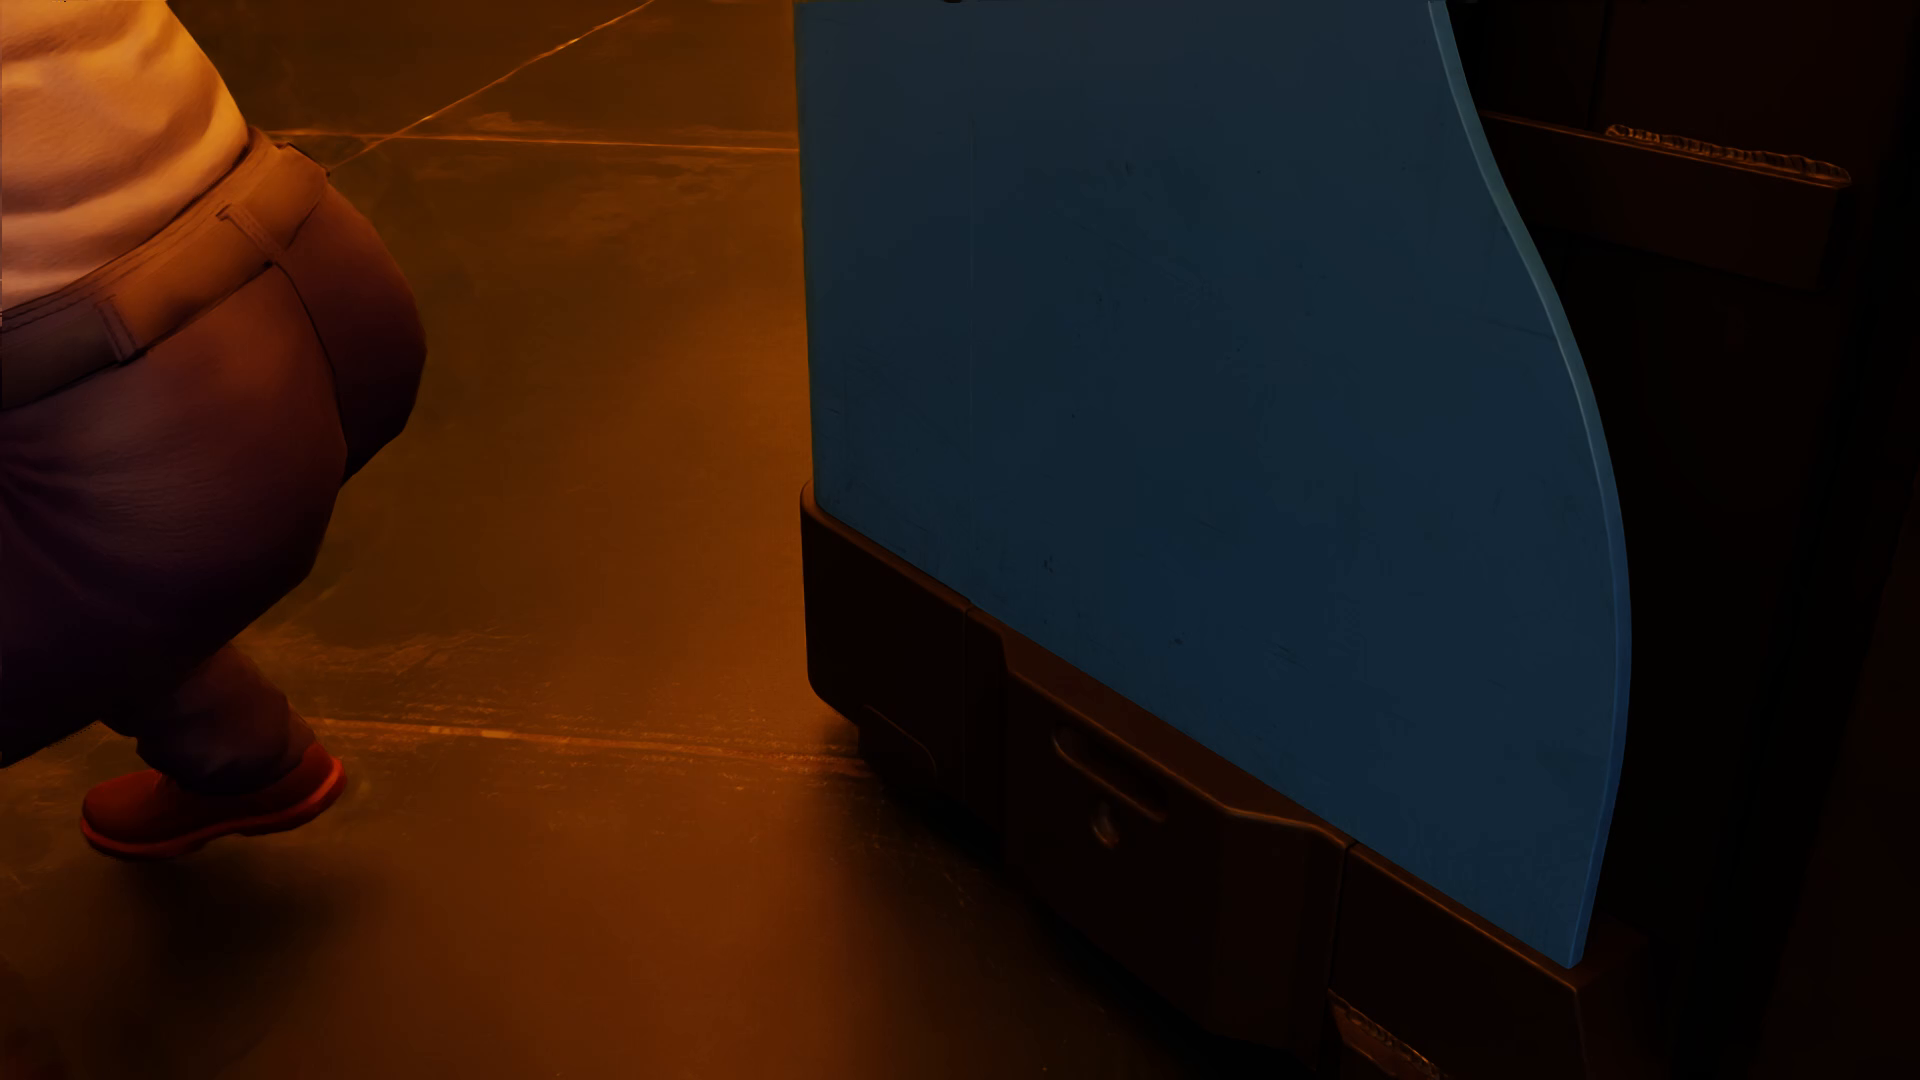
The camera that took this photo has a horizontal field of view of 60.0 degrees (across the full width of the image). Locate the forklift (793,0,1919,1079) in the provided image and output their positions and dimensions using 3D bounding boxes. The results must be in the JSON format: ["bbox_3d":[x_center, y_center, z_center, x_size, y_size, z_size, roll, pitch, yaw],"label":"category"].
[{"bbox_3d":[1.116,-0.705,0.630,1.130,2.935,3.031,-19,32,-33],"label":"forklift"}]

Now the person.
[{"bbox_3d":[-0.840,-0.088,1.183,0.802,1.432,0.818,4,27,7],"label":"person"}]
